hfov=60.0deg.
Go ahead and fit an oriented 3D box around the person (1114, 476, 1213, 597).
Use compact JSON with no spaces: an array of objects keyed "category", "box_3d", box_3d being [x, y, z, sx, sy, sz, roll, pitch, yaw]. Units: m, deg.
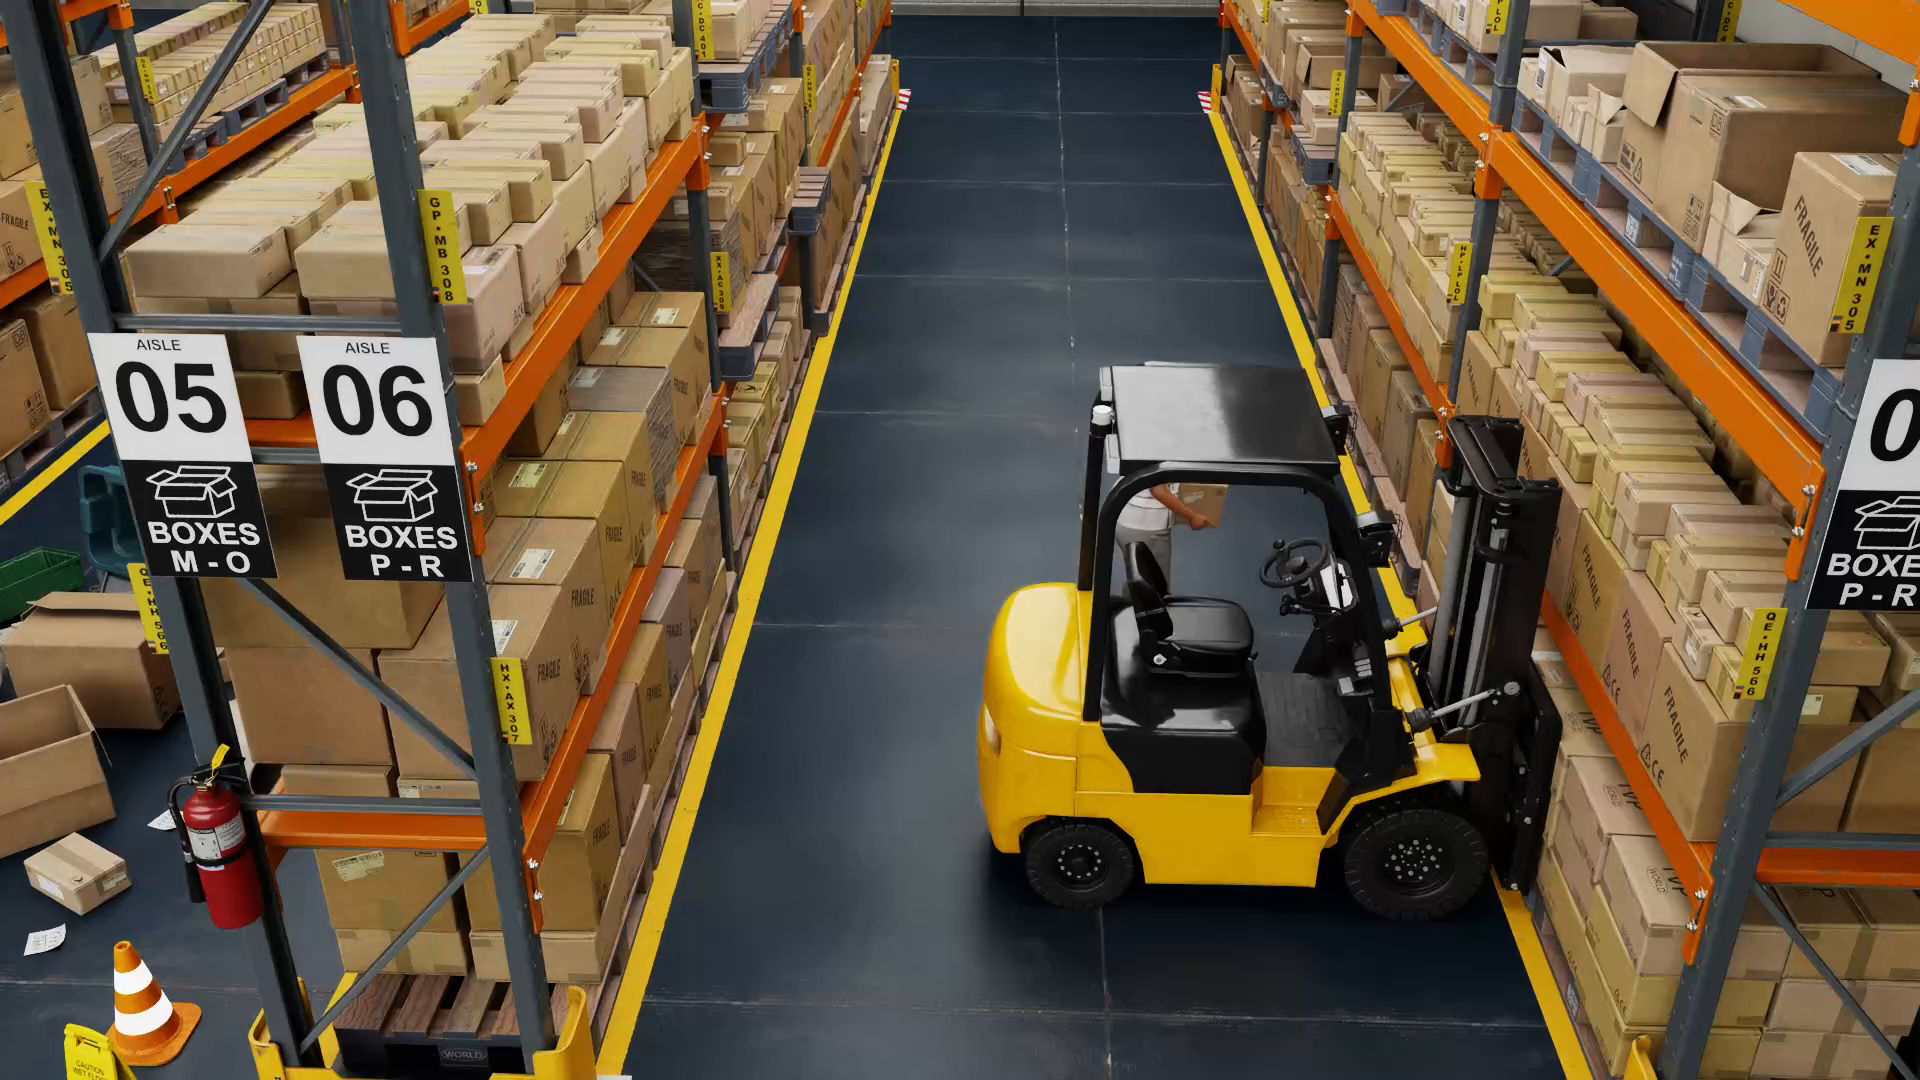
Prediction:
[{"category":"person","box_3d":[1.056,-0.102,8.821,0.535,1.653,0.452,1,28,2]}]
